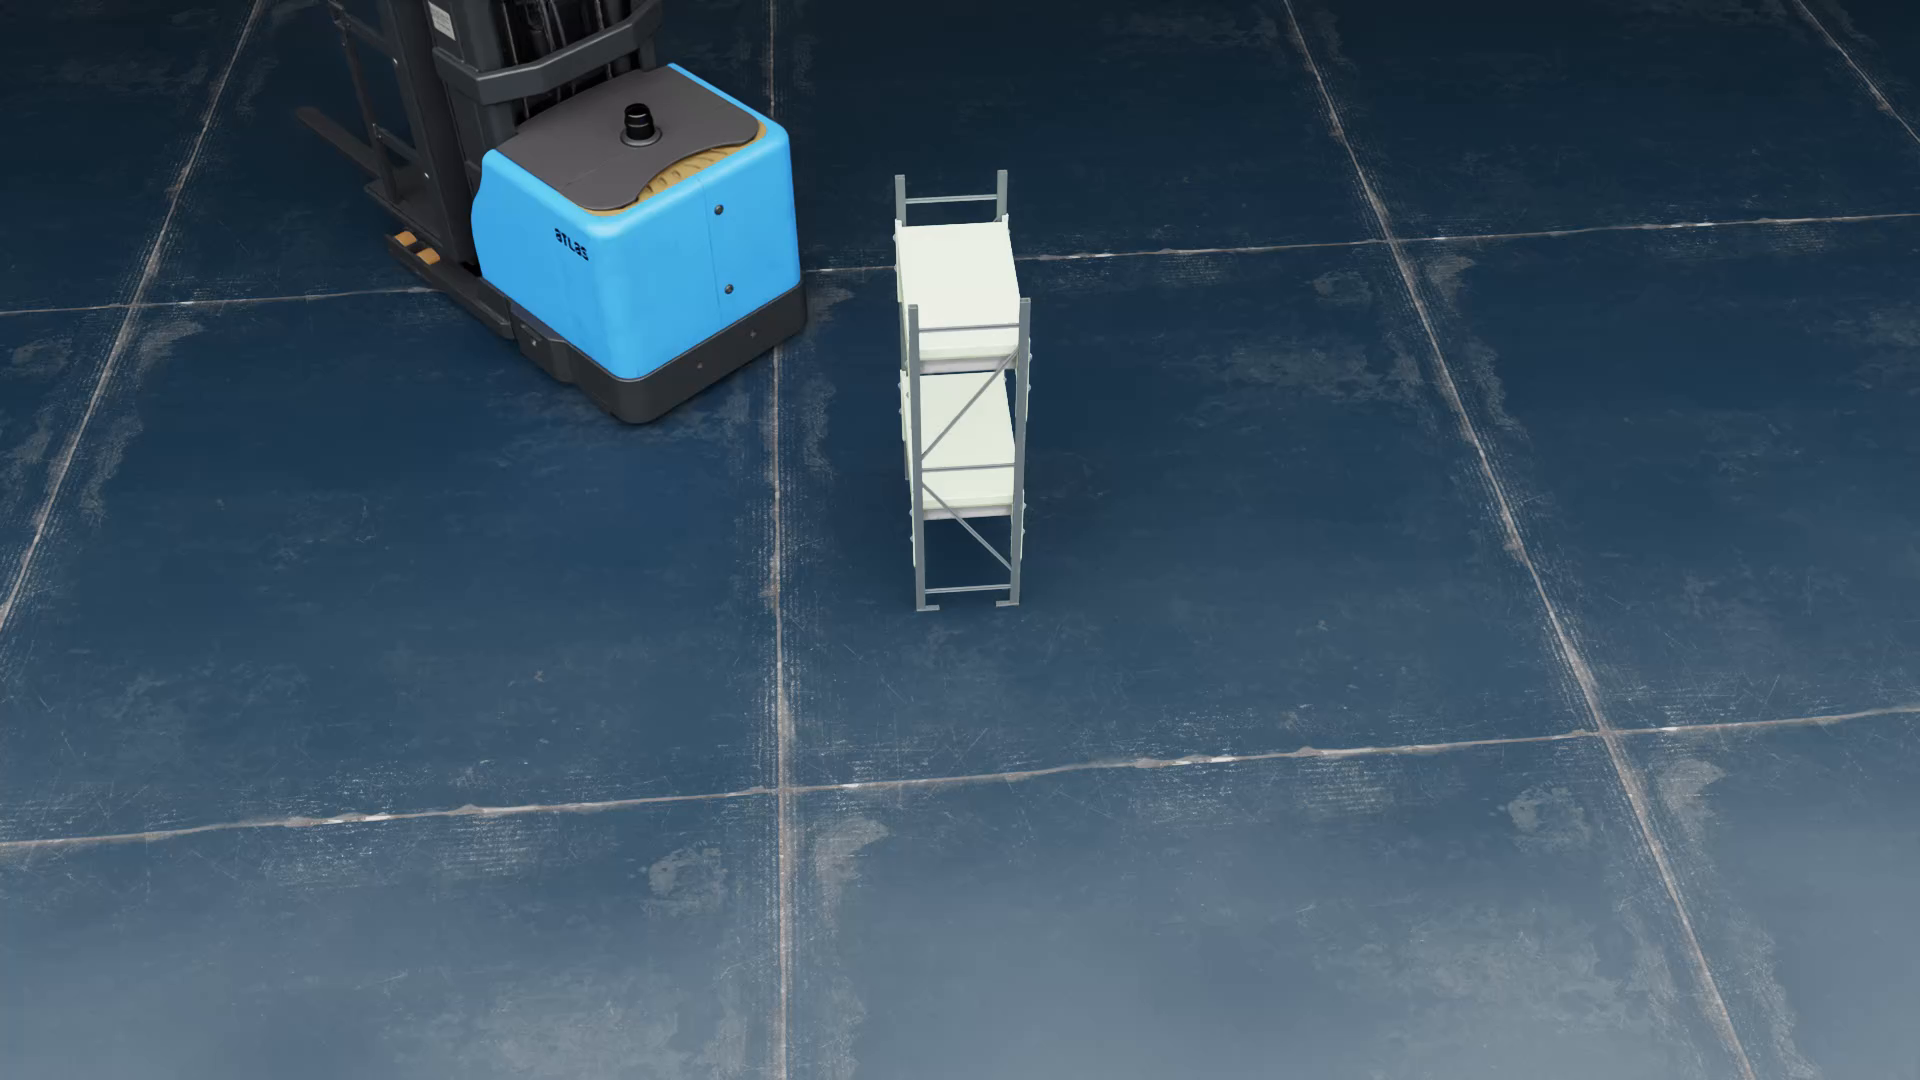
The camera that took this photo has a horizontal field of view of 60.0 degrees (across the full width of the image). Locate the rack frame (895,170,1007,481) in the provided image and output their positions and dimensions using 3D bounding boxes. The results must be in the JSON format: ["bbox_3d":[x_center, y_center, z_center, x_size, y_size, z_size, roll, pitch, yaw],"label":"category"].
[{"bbox_3d":[-0.031,-0.785,6.461,0.400,1.500,0.023,-3,47,-3],"label":"rack frame"}]

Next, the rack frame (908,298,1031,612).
[{"bbox_3d":[0.030,-0.256,5.959,0.400,1.500,0.023,-3,47,-3],"label":"rack frame"}]

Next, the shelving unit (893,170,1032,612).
[{"bbox_3d":[-0.001,-0.521,6.210,0.431,1.500,0.755,-3,47,-3],"label":"shelving unit"}]

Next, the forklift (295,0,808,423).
[{"bbox_3d":[-2.100,-2.465,7.066,3.031,2.935,1.130,35,56,29],"label":"forklift"}]

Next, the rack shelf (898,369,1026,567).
[{"bbox_3d":[-0.001,-0.296,6.447,0.431,0.370,0.720,-3,47,-3],"label":"rack shelf"}]

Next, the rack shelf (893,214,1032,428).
[{"bbox_3d":[-0.001,-0.789,5.927,0.431,0.370,0.720,-3,47,-3],"label":"rack shelf"}]
